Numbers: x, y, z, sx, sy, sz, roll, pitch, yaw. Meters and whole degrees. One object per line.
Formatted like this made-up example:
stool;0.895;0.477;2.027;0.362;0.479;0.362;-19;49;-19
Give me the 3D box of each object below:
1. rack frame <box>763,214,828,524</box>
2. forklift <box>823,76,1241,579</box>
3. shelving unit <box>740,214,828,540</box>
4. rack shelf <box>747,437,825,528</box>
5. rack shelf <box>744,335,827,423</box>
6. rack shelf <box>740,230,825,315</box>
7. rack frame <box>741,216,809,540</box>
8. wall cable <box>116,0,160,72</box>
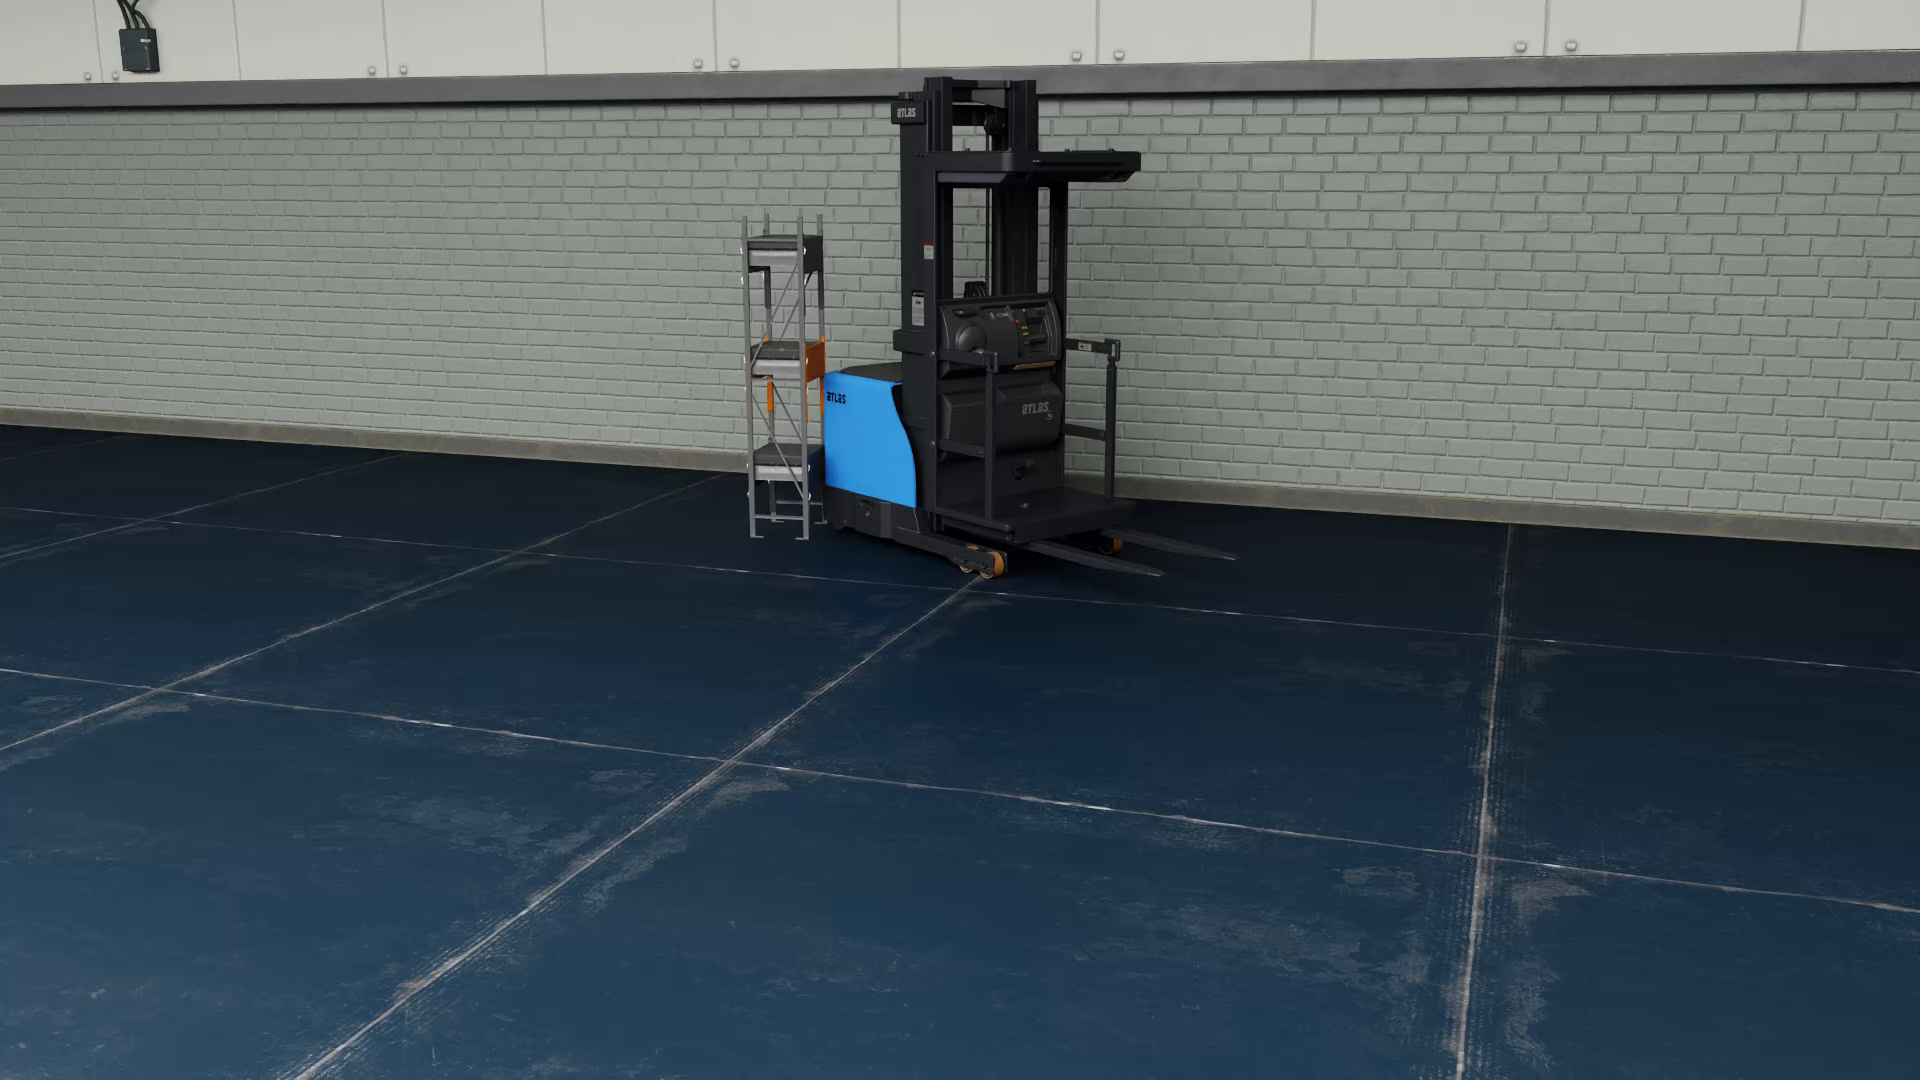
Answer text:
rack frame;-1.109;-1.140;11.263;0.400;2.100;0.015;2;13;10
forklift;0.395;-1.322;10.192;1.130;2.935;3.031;-10;16;-38
shelving unit;-1.152;-1.086;11.029;0.431;2.100;0.503;2;13;10
rack shelf;-1.152;-0.391;11.188;0.431;0.518;0.480;2;13;10
rack shelf;-1.152;-1.073;11.032;0.431;0.518;0.480;2;13;10
rack shelf;-1.152;-1.755;10.876;0.431;0.518;0.480;2;13;10
rack frame;-1.195;-1.033;10.795;0.400;2.100;0.015;2;13;10
wall cable;-6.144;-6.910;13.396;2.305;6.003;0.169;4;14;18
